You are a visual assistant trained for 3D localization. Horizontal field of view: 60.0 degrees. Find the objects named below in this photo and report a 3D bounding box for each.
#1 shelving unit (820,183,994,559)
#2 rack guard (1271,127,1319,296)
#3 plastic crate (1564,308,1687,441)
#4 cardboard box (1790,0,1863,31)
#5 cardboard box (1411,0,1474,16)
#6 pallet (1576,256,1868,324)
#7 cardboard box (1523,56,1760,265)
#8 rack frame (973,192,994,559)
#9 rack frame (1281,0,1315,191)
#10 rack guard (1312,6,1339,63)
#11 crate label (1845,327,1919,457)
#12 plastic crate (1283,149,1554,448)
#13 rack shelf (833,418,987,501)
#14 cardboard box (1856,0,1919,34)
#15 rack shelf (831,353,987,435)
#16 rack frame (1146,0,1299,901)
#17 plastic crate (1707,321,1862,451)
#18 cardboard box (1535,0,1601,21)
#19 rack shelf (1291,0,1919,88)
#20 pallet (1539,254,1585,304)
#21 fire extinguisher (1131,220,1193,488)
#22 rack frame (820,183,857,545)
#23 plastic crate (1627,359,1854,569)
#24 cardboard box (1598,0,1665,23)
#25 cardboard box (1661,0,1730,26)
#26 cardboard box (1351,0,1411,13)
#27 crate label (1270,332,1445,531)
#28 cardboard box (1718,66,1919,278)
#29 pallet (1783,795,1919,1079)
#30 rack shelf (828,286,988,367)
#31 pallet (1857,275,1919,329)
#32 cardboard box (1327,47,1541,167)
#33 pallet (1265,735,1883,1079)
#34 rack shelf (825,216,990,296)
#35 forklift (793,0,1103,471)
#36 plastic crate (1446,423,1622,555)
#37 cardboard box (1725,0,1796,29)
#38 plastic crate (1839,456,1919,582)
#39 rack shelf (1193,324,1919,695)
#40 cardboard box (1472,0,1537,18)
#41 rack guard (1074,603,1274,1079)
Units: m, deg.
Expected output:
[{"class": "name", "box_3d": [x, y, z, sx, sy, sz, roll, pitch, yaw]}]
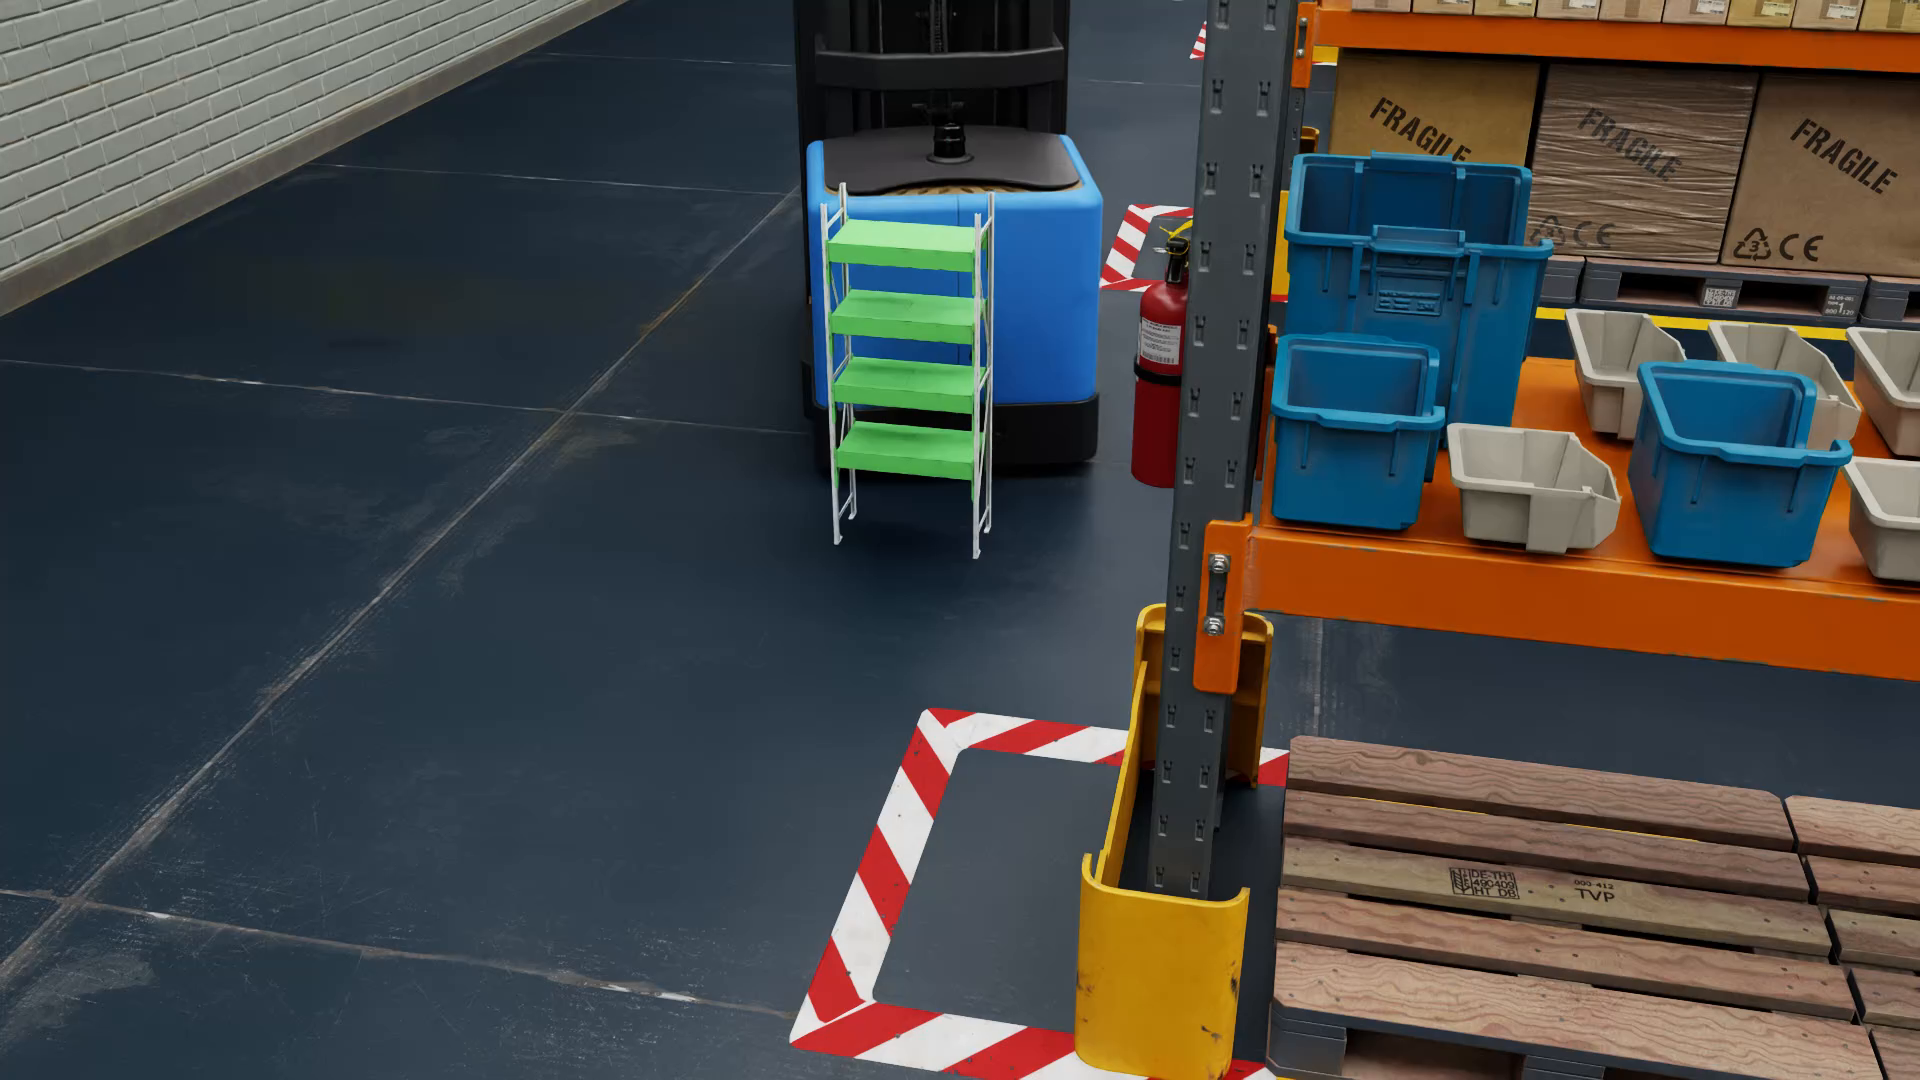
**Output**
[{"class": "shelving unit", "box_3d": [-0.162, -0.543, 5.492, 0.503, 1.200, 0.258, 6, 29, 11]}, {"class": "rack guard", "box_3d": [1.568, -1.659, 8.259, 0.348, 0.500, 1.175, 6, 29, 11]}, {"class": "plastic crate", "box_3d": [1.393, -0.341, 3.461, 0.243, 0.136, 0.396, 6, 29, 11]}, {"class": "cardboard box", "box_3d": [3.632, -2.273, 7.040, 0.250, 0.149, 0.380, 6, 29, 11]}, {"class": "cardboard box", "box_3d": [2.121, -2.427, 7.321, 0.250, 0.149, 0.380, 5, 29, 10]}, {"class": "pallet", "box_3d": [3.580, -1.363, 8.019, 1.213, 0.211, 1.003, 6, 29, 11]}, {"class": "cardboard box", "box_3d": [3.124, -1.887, 7.849, 0.875, 0.875, 0.875, 6, 29, 11]}, {"class": "rack frame", "box_3d": [0.077, -0.518, 5.447, 0.015, 1.200, 0.240, 6, 29, 11]}, {"class": "rack frame", "box_3d": [1.592, -2.753, 7.654, 0.127, 3.000, 1.000, 6, 29, 11]}, {"class": "rack guard", "box_3d": [2.801, -3.968, 12.477, 0.348, 0.500, 1.175, 6, 29, 11]}, {"class": "crate label", "box_3d": [1.951, -0.288, 3.365, 0.243, 0.136, 0.396, 6, 29, 11]}, {"class": "plastic crate", "box_3d": [0.924, -0.523, 3.482, 0.499, 0.435, 0.616, 6, 29, 11]}, {"class": "rack shelf", "box_3d": [-0.162, -0.276, 5.638, 0.480, 0.148, 0.258, 6, 29, 11]}, {"class": "cardboard box", "box_3d": [3.880, -2.247, 6.992, 0.250, 0.149, 0.380, 5, 29, 10]}, {"class": "rack shelf", "box_3d": [-0.162, -0.487, 5.523, 0.480, 0.148, 0.258, 6, 29, 11]}, {"class": "rack frame", "box_3d": [0.558, -0.427, 3.406, 0.127, 3.000, 1.000, 6, 29, 11]}, {"class": "plastic crate", "box_3d": [1.673, -0.305, 3.395, 0.243, 0.136, 0.396, 6, 29, 11]}, {"class": "cardboard box", "box_3d": [2.627, -2.376, 7.228, 0.250, 0.149, 0.380, 5, 29, 10]}, {"class": "rack shelf", "box_3d": [3.548, -2.237, 7.461, 4.000, 0.370, 1.077, 6, 29, 11]}, {"class": "pallet", "box_3d": [2.390, -1.486, 8.245, 1.213, 0.211, 1.003, 6, 29, 11]}, {"class": "fire extinguisher", "box_3d": [0.505, -0.458, 3.931, 0.183, 0.674, 0.296, 6, 29, 11]}, {"class": "rack frame", "box_3d": [-0.401, -0.567, 5.537, 0.015, 1.200, 0.240, 6, 29, 11]}, {"class": "plastic crate", "box_3d": [1.374, -0.134, 2.983, 0.300, 0.233, 0.416, 6, 29, 11]}, {"class": "cardboard box", "box_3d": [2.875, -2.350, 7.180, 0.250, 0.149, 0.380, 5, 29, 10]}, {"class": "cardboard box", "box_3d": [3.128, -2.324, 7.133, 0.250, 0.149, 0.380, 6, 29, 10]}, {"class": "cardboard box", "box_3d": [1.870, -2.452, 7.367, 0.250, 0.149, 0.380, 6, 29, 11]}, {"class": "crate label", "box_3d": [0.730, -0.200, 3.104, 0.303, 0.233, 0.416, 6, 29, 11]}, {"class": "cardboard box", "box_3d": [3.995, -1.798, 7.686, 0.875, 0.875, 0.875, 6, 29, 11]}, {"class": "pallet", "box_3d": [2.545, 1.021, 3.666, 1.213, 0.211, 1.003, 6, 29, 11]}, {"class": "rack shelf", "box_3d": [-0.162, -0.697, 5.408, 0.480, 0.148, 0.258, 6, 29, 11]}, {"class": "pallet", "box_3d": [4.776, -1.241, 7.798, 1.213, 0.211, 1.003, 6, 29, 11]}, {"class": "cardboard box", "box_3d": [2.234, -1.978, 8.015, 0.875, 0.875, 0.875, 6, 29, 11]}, {"class": "pallet", "box_3d": [1.356, 0.897, 3.891, 1.213, 0.211, 1.003, 6, 29, 11]}, {"class": "rack shelf", "box_3d": [-0.162, -0.908, 5.292, 0.480, 0.148, 0.258, 6, 29, 11]}, {"class": "forklift", "box_3d": [-0.134, -2.214, 6.742, 1.130, 2.935, 3.031, -2, 29, -4]}, {"class": "plastic crate", "box_3d": [1.027, -0.087, 2.997, 0.298, 0.136, 0.250, 6, 29, 11]}, {"class": "cardboard box", "box_3d": [3.375, -2.298, 7.086, 0.250, 0.149, 0.380, 5, 29, 9]}, {"class": "plastic crate", "box_3d": [1.690, -0.019, 2.873, 0.298, 0.136, 0.250, 6, 29, 11]}, {"class": "rack shelf", "box_3d": [2.513, 0.089, 3.212, 4.000, 0.370, 1.077, 6, 29, 11]}, {"class": "cardboard box", "box_3d": [2.372, -2.401, 7.274, 0.250, 0.149, 0.380, 5, 29, 9]}, {"class": "rack guard", "box_3d": [0.531, 0.673, 3.999, 0.348, 0.500, 1.175, 6, 29, 11]}]
